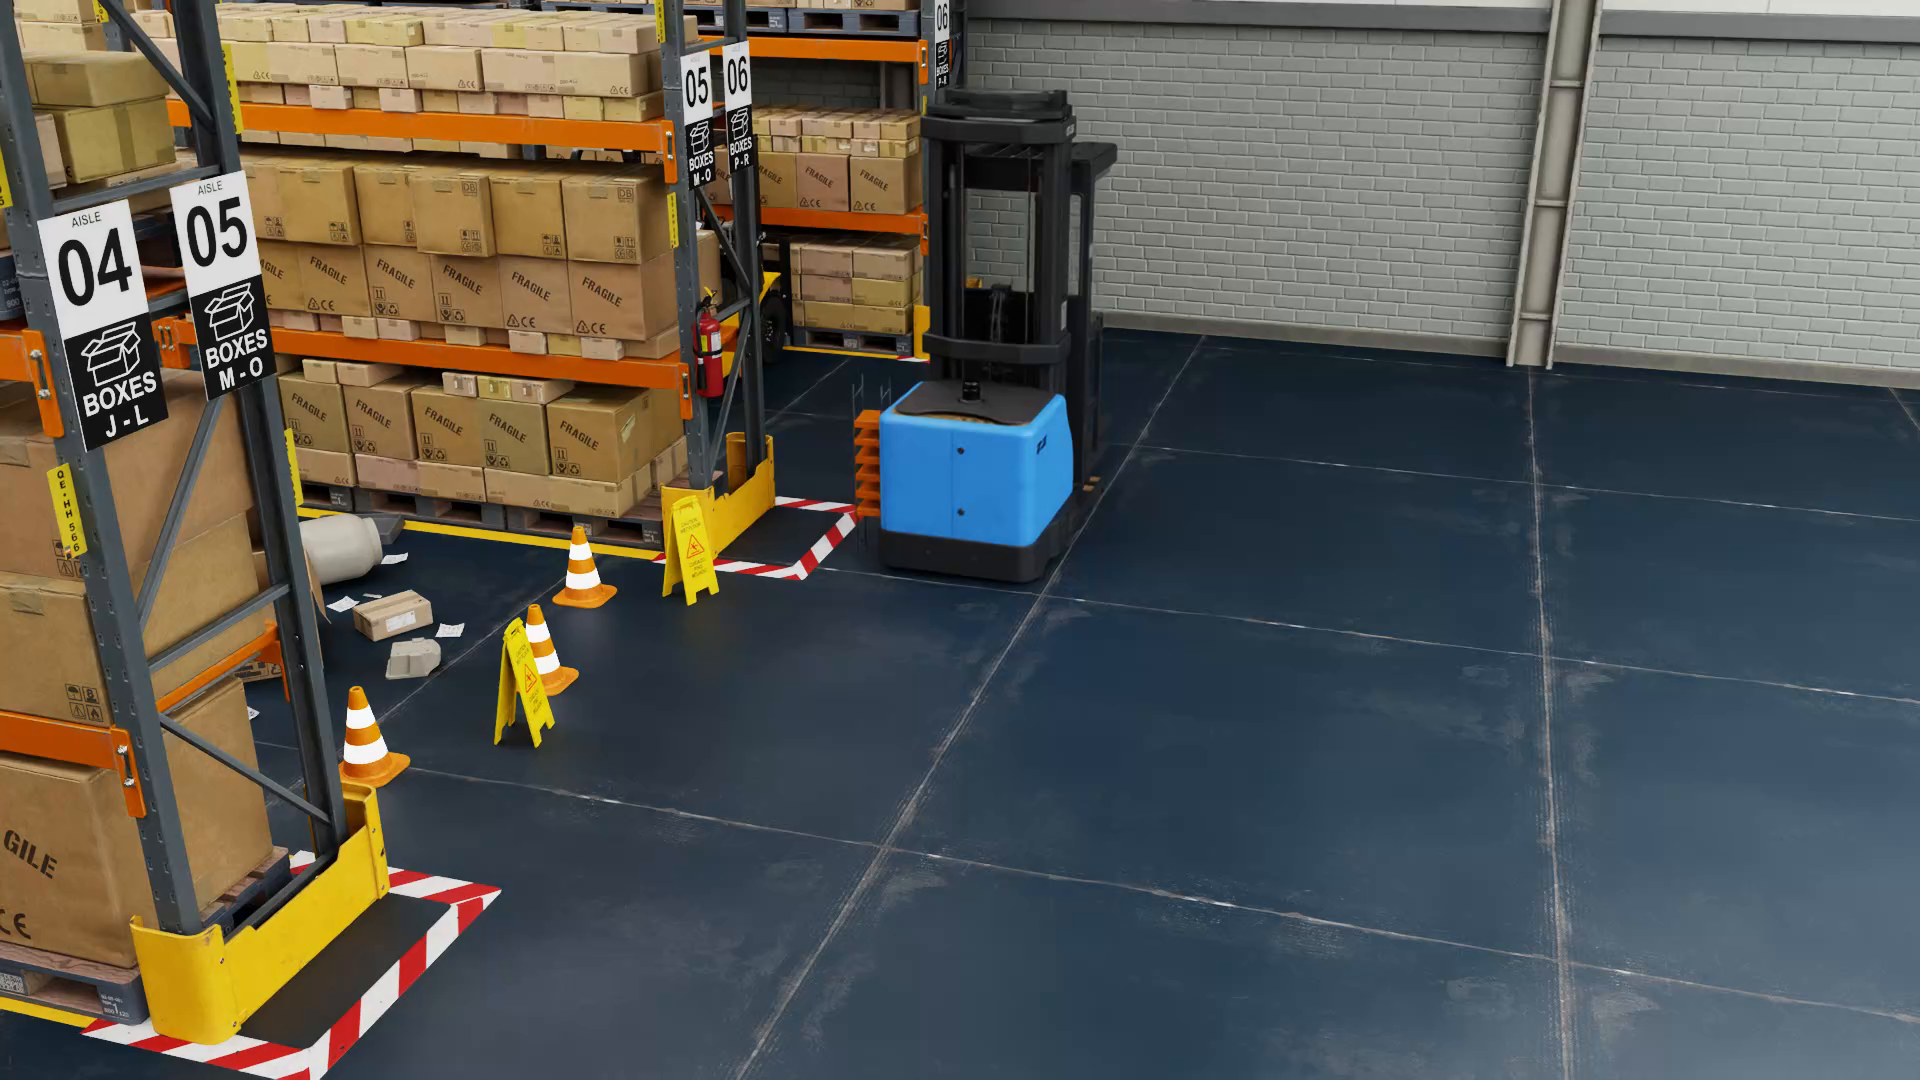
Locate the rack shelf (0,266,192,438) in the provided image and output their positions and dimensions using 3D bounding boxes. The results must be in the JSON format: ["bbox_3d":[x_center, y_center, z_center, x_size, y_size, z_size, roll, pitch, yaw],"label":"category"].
[{"bbox_3d":[-4.811,-0.922,6.561,4.000,0.370,1.077,7,23,16],"label":"rack shelf"}]

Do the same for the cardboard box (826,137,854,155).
[{"bbox_3d":[-1.030,-3.612,15.136,0.250,0.149,0.380,7,23,17],"label":"cardboard box"}]

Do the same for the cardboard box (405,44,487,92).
[{"bbox_3d":[-3.110,-2.982,10.441,0.500,0.250,0.500,7,23,17],"label":"cardboard box"}]

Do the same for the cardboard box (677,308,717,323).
[{"bbox_3d":[-1.829,-1.454,11.192,0.250,0.149,0.380,7,23,16],"label":"cardboard box"}]

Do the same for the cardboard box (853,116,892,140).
[{"bbox_3d":[-0.782,-3.724,15.017,0.250,0.149,0.380,7,23,16],"label":"cardboard box"}]

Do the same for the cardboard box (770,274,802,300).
[{"bbox_3d":[-1.667,-2.462,15.732,0.500,0.250,0.500,6,23,14],"label":"cardboard box"}]

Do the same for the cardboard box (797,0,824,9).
[{"bbox_3d":[-1.257,-4.836,14.646,0.258,0.266,0.396,7,23,16],"label":"cardboard box"}]

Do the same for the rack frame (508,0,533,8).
[{"bbox_3d":[-3.963,-6.475,15.199,0.127,3.000,1.000,7,23,16],"label":"rack frame"}]

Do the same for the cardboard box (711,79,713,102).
[{"bbox_3d":[-1.787,-2.883,10.725,0.250,0.149,0.380,7,23,16],"label":"cardboard box"}]

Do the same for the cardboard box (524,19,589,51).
[{"bbox_3d":[-2.458,-3.091,10.181,0.250,0.149,0.380,6,23,15],"label":"cardboard box"}]

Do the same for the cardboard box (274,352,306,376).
[{"bbox_3d":[-4.804,-1.267,11.633,0.250,0.149,0.380,7,23,16],"label":"cardboard box"}]

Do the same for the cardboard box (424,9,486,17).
[{"bbox_3d":[-3.292,-3.389,10.908,0.250,0.149,0.380,7,23,17],"label":"cardboard box"}]

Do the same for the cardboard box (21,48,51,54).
[{"bbox_3d":[-3.609,-1.737,6.194,0.250,0.149,0.380,6,23,15],"label":"cardboard box"}]

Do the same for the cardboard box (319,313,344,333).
[{"bbox_3d":[-4.173,-1.544,11.413,0.250,0.149,0.380,6,23,15],"label":"cardboard box"}]

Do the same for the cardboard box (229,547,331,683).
[{"bbox_3d":[-3.976,0.425,9.571,0.637,0.503,0.797,-9,24,-21],"label":"cardboard box"}]

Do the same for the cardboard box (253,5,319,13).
[{"bbox_3d":[-4.532,-3.519,11.225,0.250,0.149,0.380,7,23,17],"label":"cardboard box"}]

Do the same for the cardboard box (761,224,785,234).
[{"bbox_3d":[-1.982,-2.938,16.233,0.500,0.250,0.500,6,23,14],"label":"cardboard box"}]

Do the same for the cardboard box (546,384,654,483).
[{"bbox_3d":[-2.406,-0.720,11.154,0.500,0.500,0.500,7,23,16],"label":"cardboard box"}]

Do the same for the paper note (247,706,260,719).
[{"bbox_3d":[-3.867,0.942,8.935,0.142,0.017,0.144,16,27,34],"label":"paper note"}]

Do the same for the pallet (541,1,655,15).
[{"bbox_3d":[-3.138,-4.962,15.580,1.213,0.211,1.003,7,23,16],"label":"pallet"}]

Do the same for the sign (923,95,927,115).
[{"bbox_3d":[-0.303,-3.711,14.527,0.005,0.325,0.100,7,23,16],"label":"sign"}]

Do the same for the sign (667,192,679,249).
[{"bbox_3d":[-1.743,-1.940,10.105,0.005,0.325,0.100,7,23,16],"label":"sign"}]

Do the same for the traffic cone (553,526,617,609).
[{"bbox_3d":[-2.348,0.138,10.324,0.334,0.463,0.336,7,23,16],"label":"traffic cone"}]

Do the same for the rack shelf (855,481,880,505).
[{"bbox_3d":[-0.564,-0.311,10.880,0.180,0.103,0.258,4,23,11],"label":"rack shelf"}]

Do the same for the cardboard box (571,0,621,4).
[{"bbox_3d":[-3.237,-5.107,15.248,0.500,0.311,0.500,7,23,17],"label":"cardboard box"}]

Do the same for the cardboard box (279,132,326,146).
[{"bbox_3d":[-6.463,-4.044,16.714,0.500,0.250,0.500,6,23,14],"label":"cardboard box"}]

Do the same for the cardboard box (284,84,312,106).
[{"bbox_3d":[-4.181,-2.933,10.846,0.250,0.149,0.380,6,23,14],"label":"cardboard box"}]

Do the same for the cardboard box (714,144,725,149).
[{"bbox_3d":[-2.259,-3.739,15.446,0.250,0.149,0.380,6,23,14],"label":"cardboard box"}]

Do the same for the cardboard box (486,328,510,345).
[{"bbox_3d":[-2.957,-1.424,11.121,0.250,0.149,0.380,7,23,16],"label":"cardboard box"}]

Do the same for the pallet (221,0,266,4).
[{"bbox_3d":[-7.117,-5.397,16.771,1.003,0.211,1.213,8,24,18],"label":"pallet"}]

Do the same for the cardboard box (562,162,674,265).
[{"bbox_3d":[-2.115,-2.081,10.549,0.500,0.500,0.700,6,23,14],"label":"cardboard box"}]

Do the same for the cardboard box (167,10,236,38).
[{"bbox_3d":[-4.928,-3.365,10.850,0.250,0.149,0.380,7,23,17],"label":"cardboard box"}]

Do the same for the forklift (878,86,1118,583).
[{"bbox_3d":[0.414,-1.619,11.356,1.130,2.935,3.031,7,23,17],"label":"forklift"}]

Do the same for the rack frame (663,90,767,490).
[{"bbox_3d":[-1.563,-1.457,10.871,0.127,3.000,1.000,7,23,16],"label":"rack frame"}]

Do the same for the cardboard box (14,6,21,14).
[{"bbox_3d":[-6.811,-3.721,12.080,0.500,0.250,0.500,6,23,15],"label":"cardboard box"}]

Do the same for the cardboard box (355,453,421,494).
[{"bbox_3d":[-3.883,-0.544,11.713,0.500,0.250,0.500,6,23,15],"label":"cardboard box"}]

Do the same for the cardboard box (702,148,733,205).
[{"bbox_3d":[-2.149,-3.434,15.556,0.500,0.500,0.500,7,23,16],"label":"cardboard box"}]

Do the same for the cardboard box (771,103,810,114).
[{"bbox_3d":[-1.606,-4.041,15.792,0.250,0.149,0.380,6,23,14],"label":"cardboard box"}]

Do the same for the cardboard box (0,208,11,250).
[{"bbox_3d":[-3.313,-1.073,5.627,0.250,0.149,0.380,6,23,15],"label":"cardboard box"}]

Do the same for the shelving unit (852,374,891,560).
[{"bbox_3d":[-0.564,-0.463,10.818,0.189,1.200,0.258,4,23,11],"label":"shelving unit"}]

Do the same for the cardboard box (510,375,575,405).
[{"bbox_3d":[-2.776,-1.036,11.069,0.250,0.149,0.380,7,23,17],"label":"cardboard box"}]

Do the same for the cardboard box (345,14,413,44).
[{"bbox_3d":[-3.673,-3.243,10.551,0.250,0.149,0.380,7,23,17],"label":"cardboard box"}]

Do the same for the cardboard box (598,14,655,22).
[{"bbox_3d":[-2.090,-3.233,10.527,0.250,0.149,0.380,6,23,15],"label":"cardboard box"}]

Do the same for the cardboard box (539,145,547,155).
[{"bbox_3d":[-4.374,-4.010,16.633,0.500,0.250,0.500,6,23,15],"label":"cardboard box"}]

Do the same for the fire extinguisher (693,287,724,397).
[{"bbox_3d":[-1.587,-1.242,10.446,0.183,0.674,0.296,7,23,16],"label":"fire extinguisher"}]

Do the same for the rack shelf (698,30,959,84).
[{"bbox_3d":[-2.048,-4.535,15.370,4.000,0.370,1.077,7,23,16],"label":"rack shelf"}]

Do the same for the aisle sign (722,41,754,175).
[{"bbox_3d":[-1.414,-2.766,10.635,0.004,0.787,0.394,7,23,16],"label":"aisle sign"}]

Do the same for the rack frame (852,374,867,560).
[{"bbox_3d":[-0.654,-0.470,10.835,0.006,1.200,0.240,4,23,11],"label":"rack frame"}]

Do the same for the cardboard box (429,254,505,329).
[{"bbox_3d":[-3.119,-1.713,10.971,0.500,0.500,0.500,6,23,15],"label":"cardboard box"}]

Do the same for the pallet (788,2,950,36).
[{"bbox_3d":[-0.803,-4.695,14.928,1.213,0.211,1.003,7,23,16],"label":"pallet"}]

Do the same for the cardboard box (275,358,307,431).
[{"bbox_3d":[-4.906,-1.002,11.843,0.500,0.500,0.500,8,24,18],"label":"cardboard box"}]

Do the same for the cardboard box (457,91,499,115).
[{"bbox_3d":[-2.953,-2.785,10.487,0.250,0.149,0.380,6,23,15],"label":"cardboard box"}]

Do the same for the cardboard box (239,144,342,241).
[{"bbox_3d":[-4.552,-2.351,11.209,0.500,0.500,0.700,7,23,16],"label":"cardboard box"}]

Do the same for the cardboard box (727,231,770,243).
[{"bbox_3d":[-2.123,-2.747,15.767,0.500,0.250,0.500,6,23,14],"label":"cardboard box"}]

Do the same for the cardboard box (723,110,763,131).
[{"bbox_3d":[-2.007,-3.874,15.383,0.250,0.149,0.380,7,23,16],"label":"cardboard box"}]

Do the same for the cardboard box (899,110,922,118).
[{"bbox_3d":[-0.393,-3.860,15.349,0.250,0.149,0.380,6,23,14],"label":"cardboard box"}]
